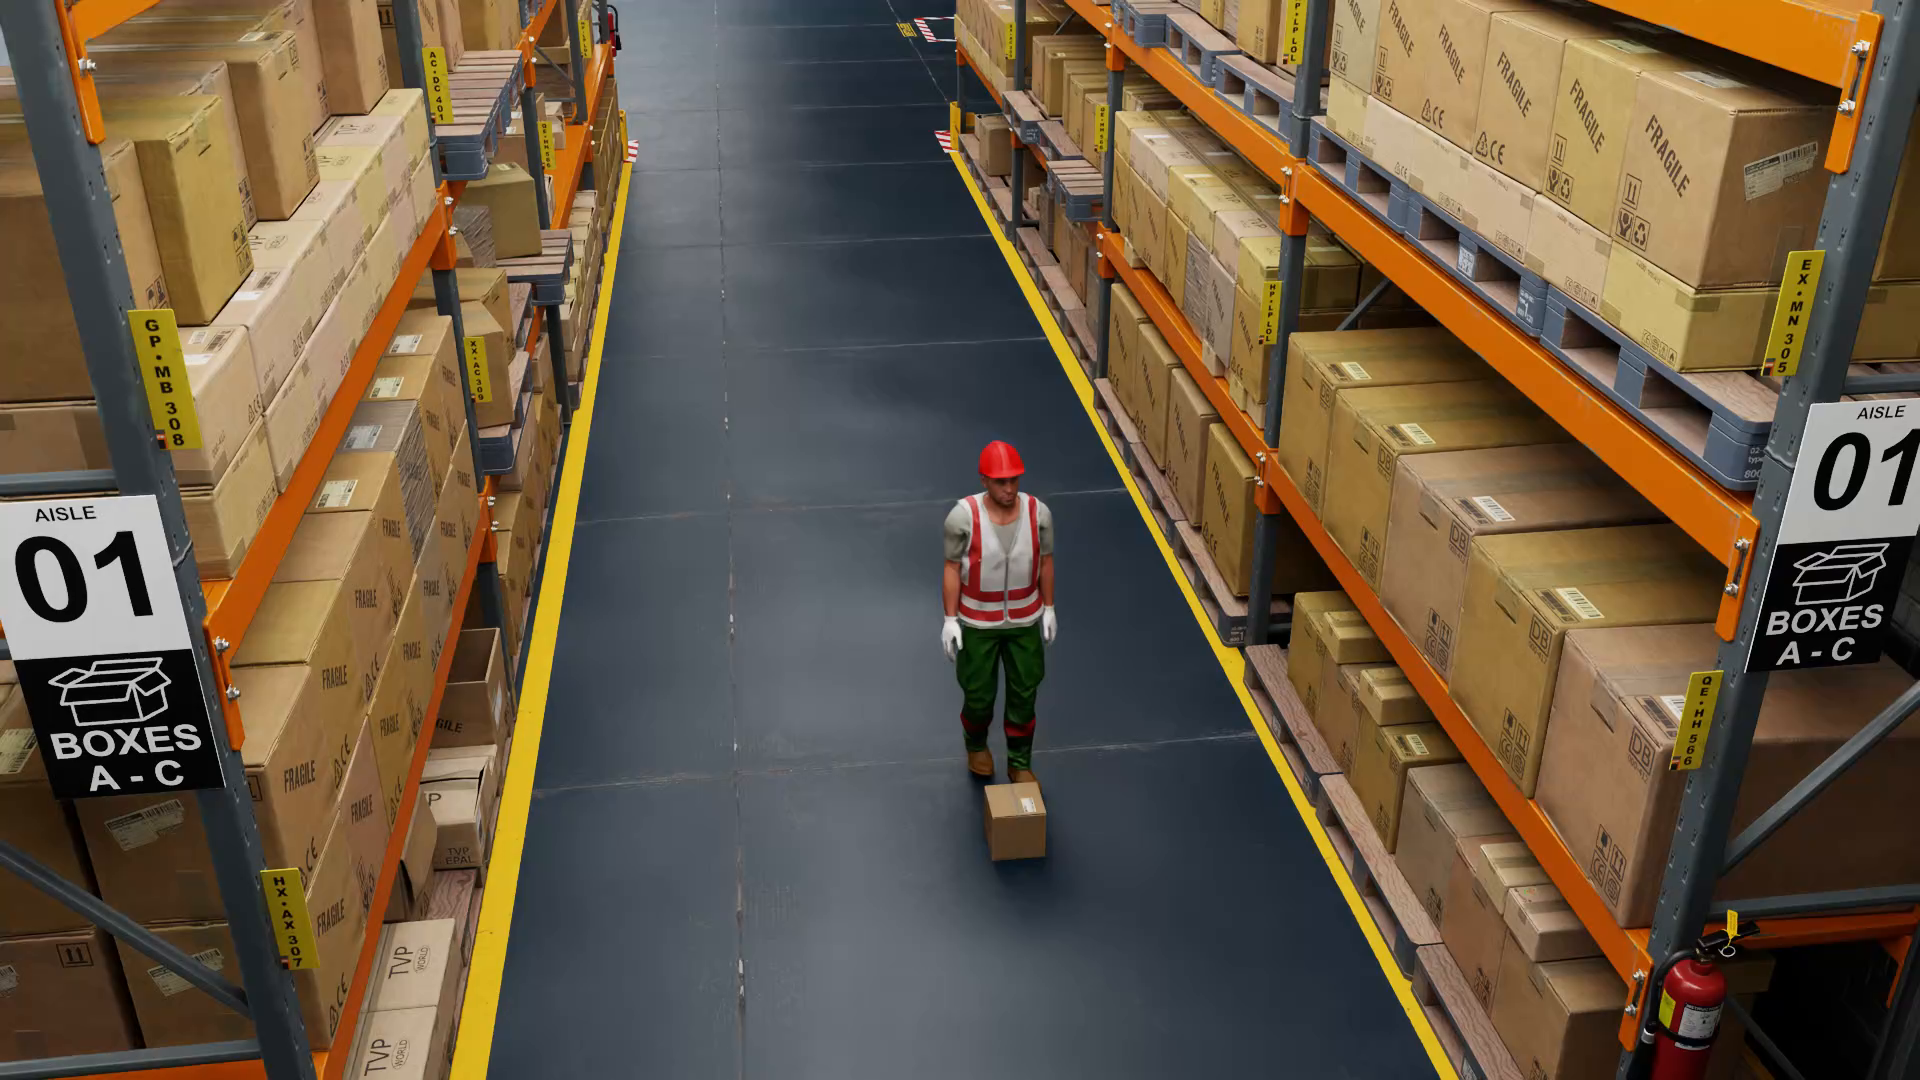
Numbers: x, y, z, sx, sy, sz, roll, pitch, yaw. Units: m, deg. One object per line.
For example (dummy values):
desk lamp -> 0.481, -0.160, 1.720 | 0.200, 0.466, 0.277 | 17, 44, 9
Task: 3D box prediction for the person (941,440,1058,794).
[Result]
person -> 0.186, 0.378, 7.809 | 0.579, 1.791, 0.468 | -6, 27, -11
